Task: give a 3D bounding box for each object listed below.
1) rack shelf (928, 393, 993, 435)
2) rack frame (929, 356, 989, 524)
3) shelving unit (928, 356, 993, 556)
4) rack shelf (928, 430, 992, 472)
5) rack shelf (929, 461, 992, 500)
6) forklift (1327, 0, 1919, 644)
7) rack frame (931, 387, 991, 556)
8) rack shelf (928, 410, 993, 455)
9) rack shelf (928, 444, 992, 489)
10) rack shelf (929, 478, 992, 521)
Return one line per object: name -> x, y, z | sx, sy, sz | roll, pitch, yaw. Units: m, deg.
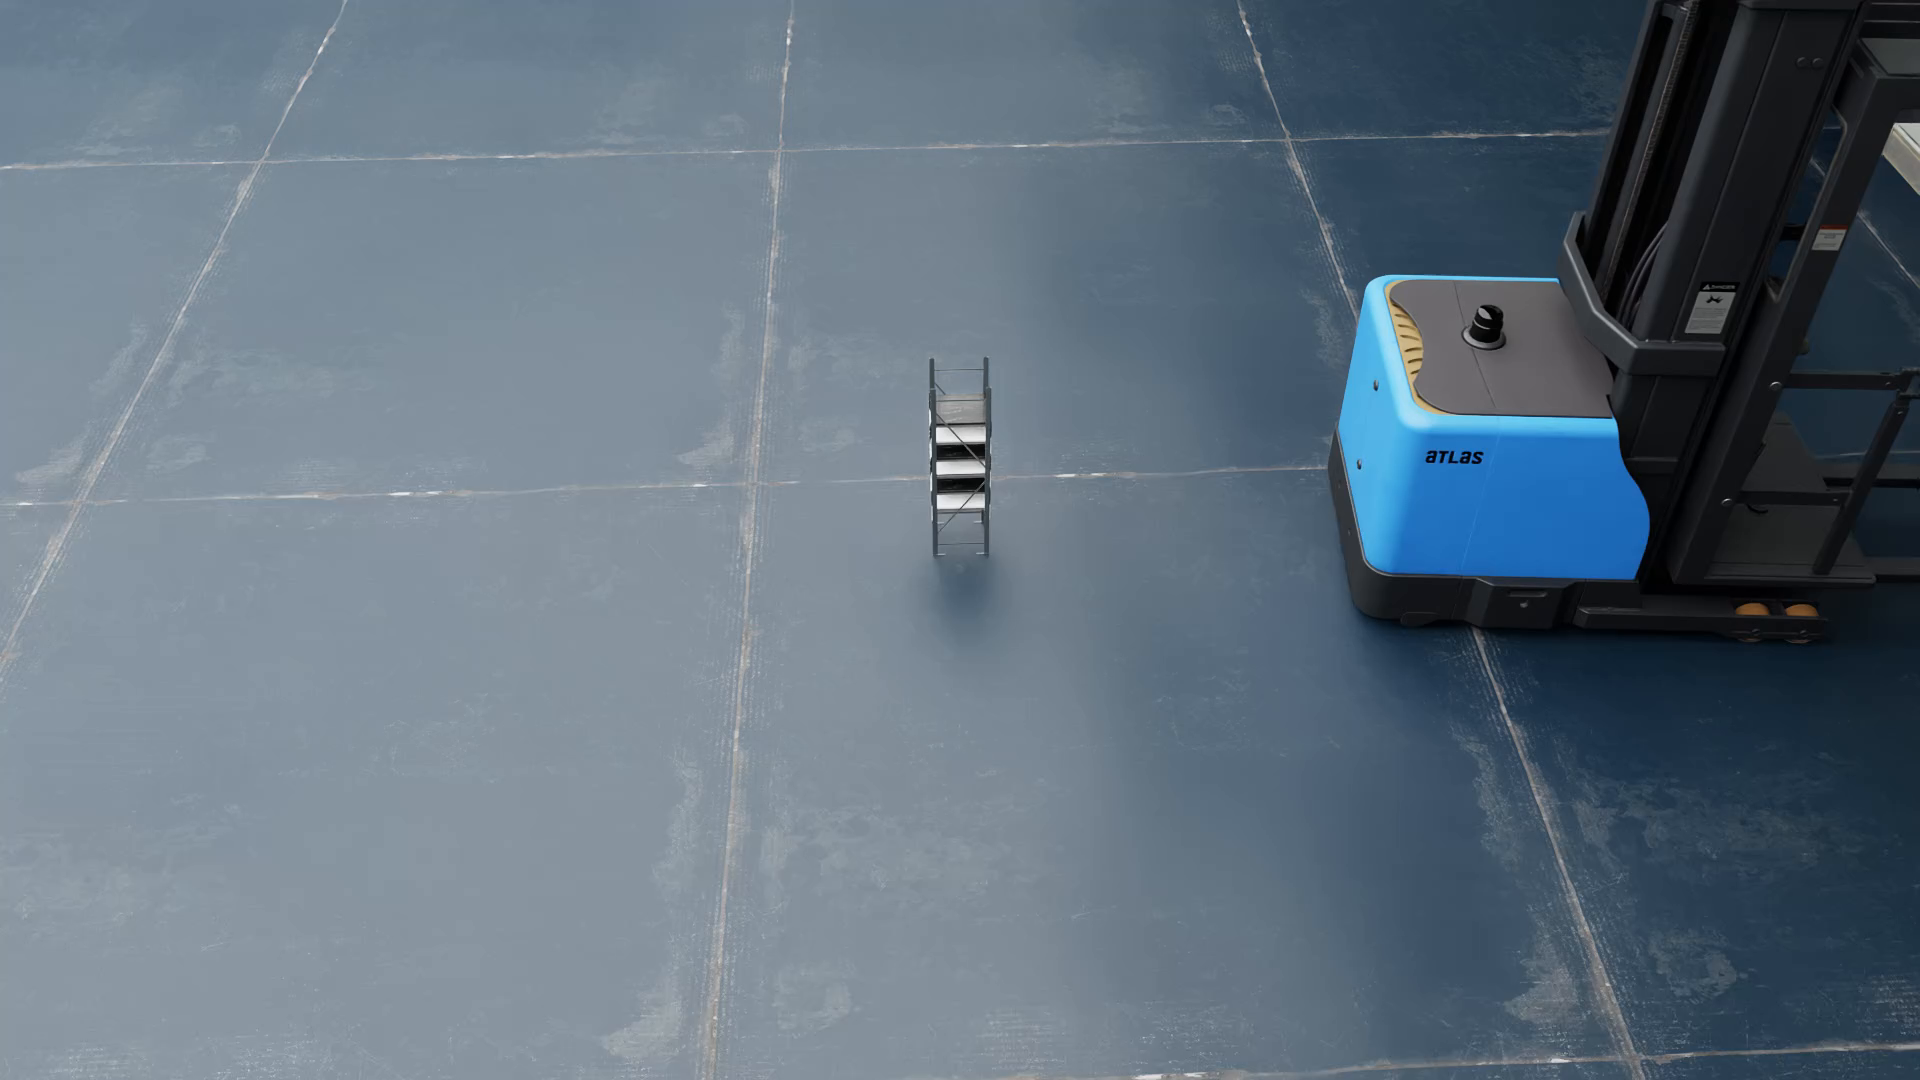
rack shelf -> 0.000, -0.512, 6.792 | 0.258, 0.077, 0.200 | -2, 43, -2
rack frame -> -0.005, -0.406, 7.027 | 0.240, 0.900, 0.006 | -2, 43, -2
shelving unit -> 0.000, -0.337, 6.952 | 0.258, 0.900, 0.210 | -2, 43, -2
rack shelf -> 0.000, -0.379, 6.914 | 0.258, 0.077, 0.200 | -2, 43, -2
rack shelf -> 0.000, -0.246, 7.035 | 0.258, 0.077, 0.200 | -2, 43, -2
forklift -> 3.154, -1.027, 6.201 | 3.031, 2.935, 1.130 | 1, 43, 2
rack frame -> 0.004, -0.269, 6.877 | 0.240, 0.900, 0.006 | -2, 43, -2
rack shelf -> 0.000, -0.445, 6.853 | 0.258, 0.077, 0.200 | -2, 43, -2
rack shelf -> 0.000, -0.313, 6.974 | 0.258, 0.077, 0.200 | -2, 43, -2
rack shelf -> 0.000, -0.180, 7.096 | 0.258, 0.077, 0.200 | -2, 43, -2
